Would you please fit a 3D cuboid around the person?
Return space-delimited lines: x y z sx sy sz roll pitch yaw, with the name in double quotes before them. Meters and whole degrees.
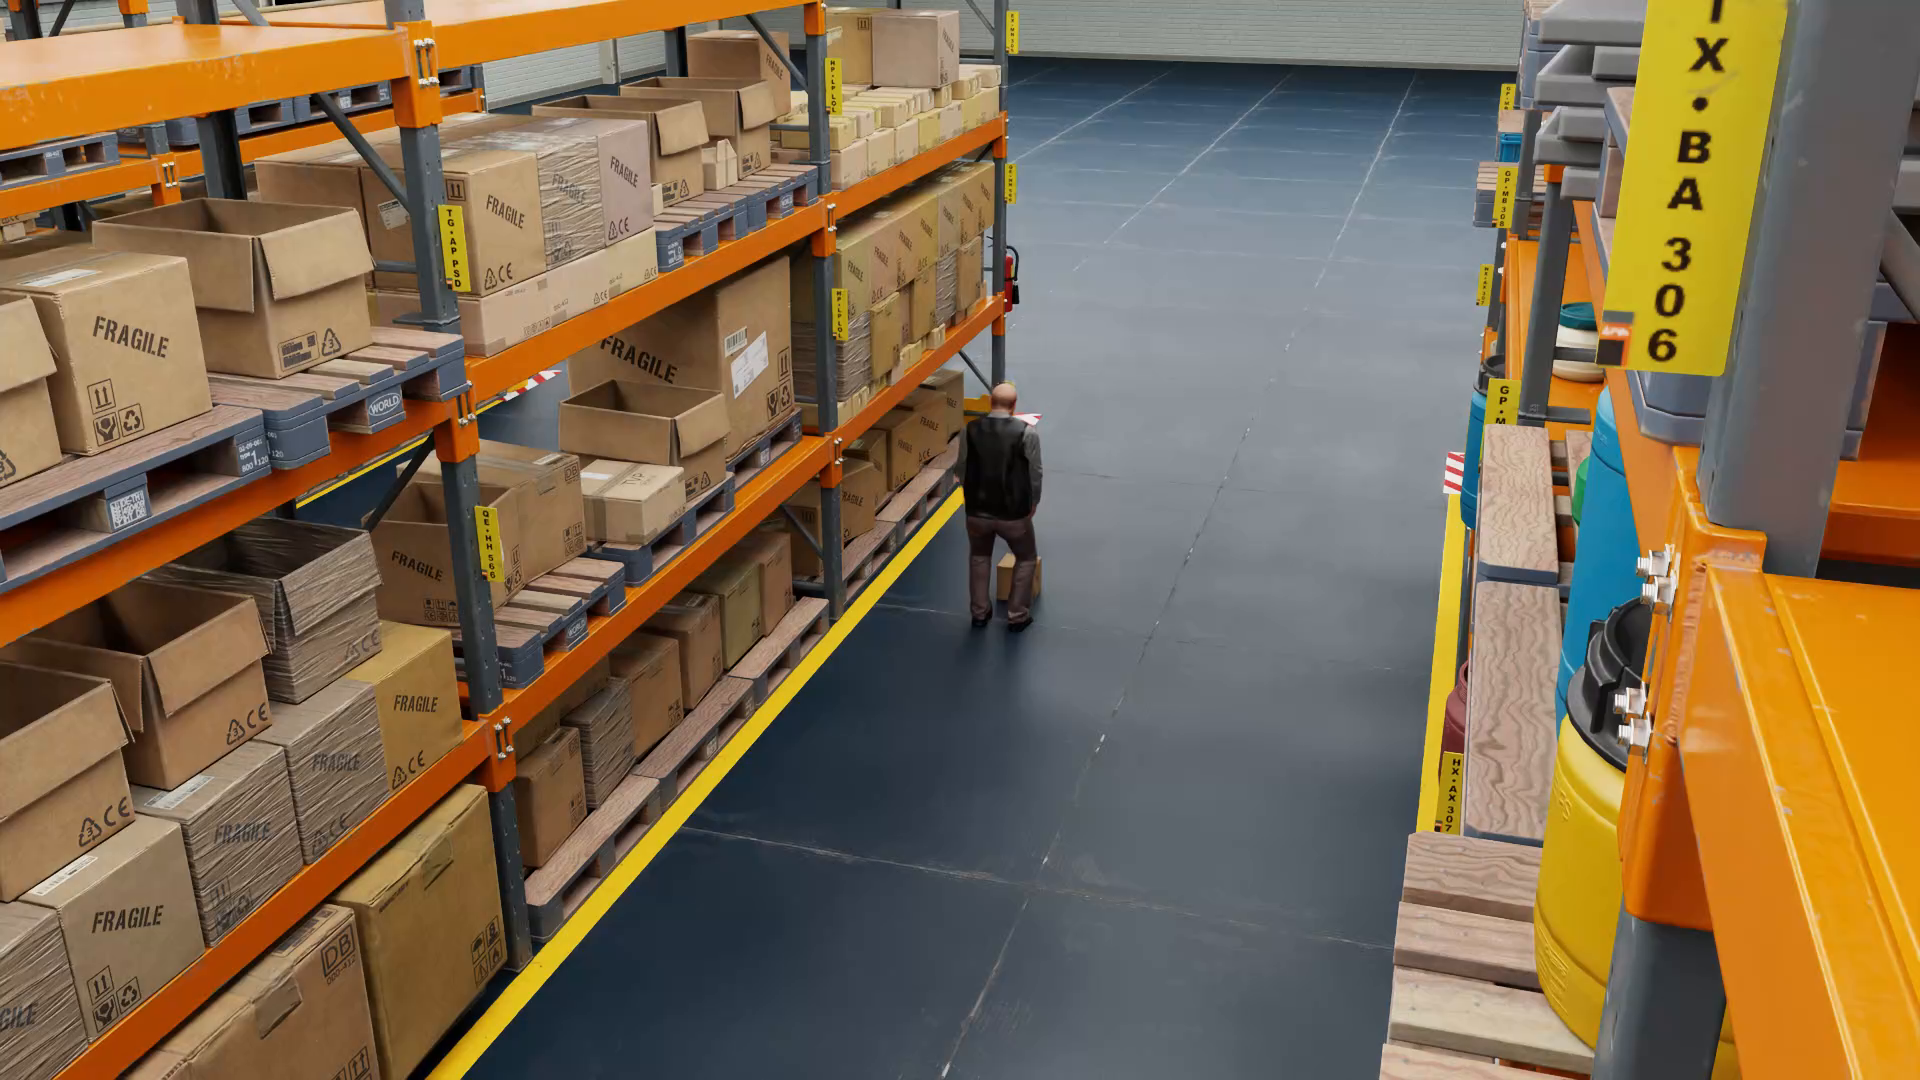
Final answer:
"person" 0.240 -0.196 10.791 0.578 1.599 0.532 7 23 17
